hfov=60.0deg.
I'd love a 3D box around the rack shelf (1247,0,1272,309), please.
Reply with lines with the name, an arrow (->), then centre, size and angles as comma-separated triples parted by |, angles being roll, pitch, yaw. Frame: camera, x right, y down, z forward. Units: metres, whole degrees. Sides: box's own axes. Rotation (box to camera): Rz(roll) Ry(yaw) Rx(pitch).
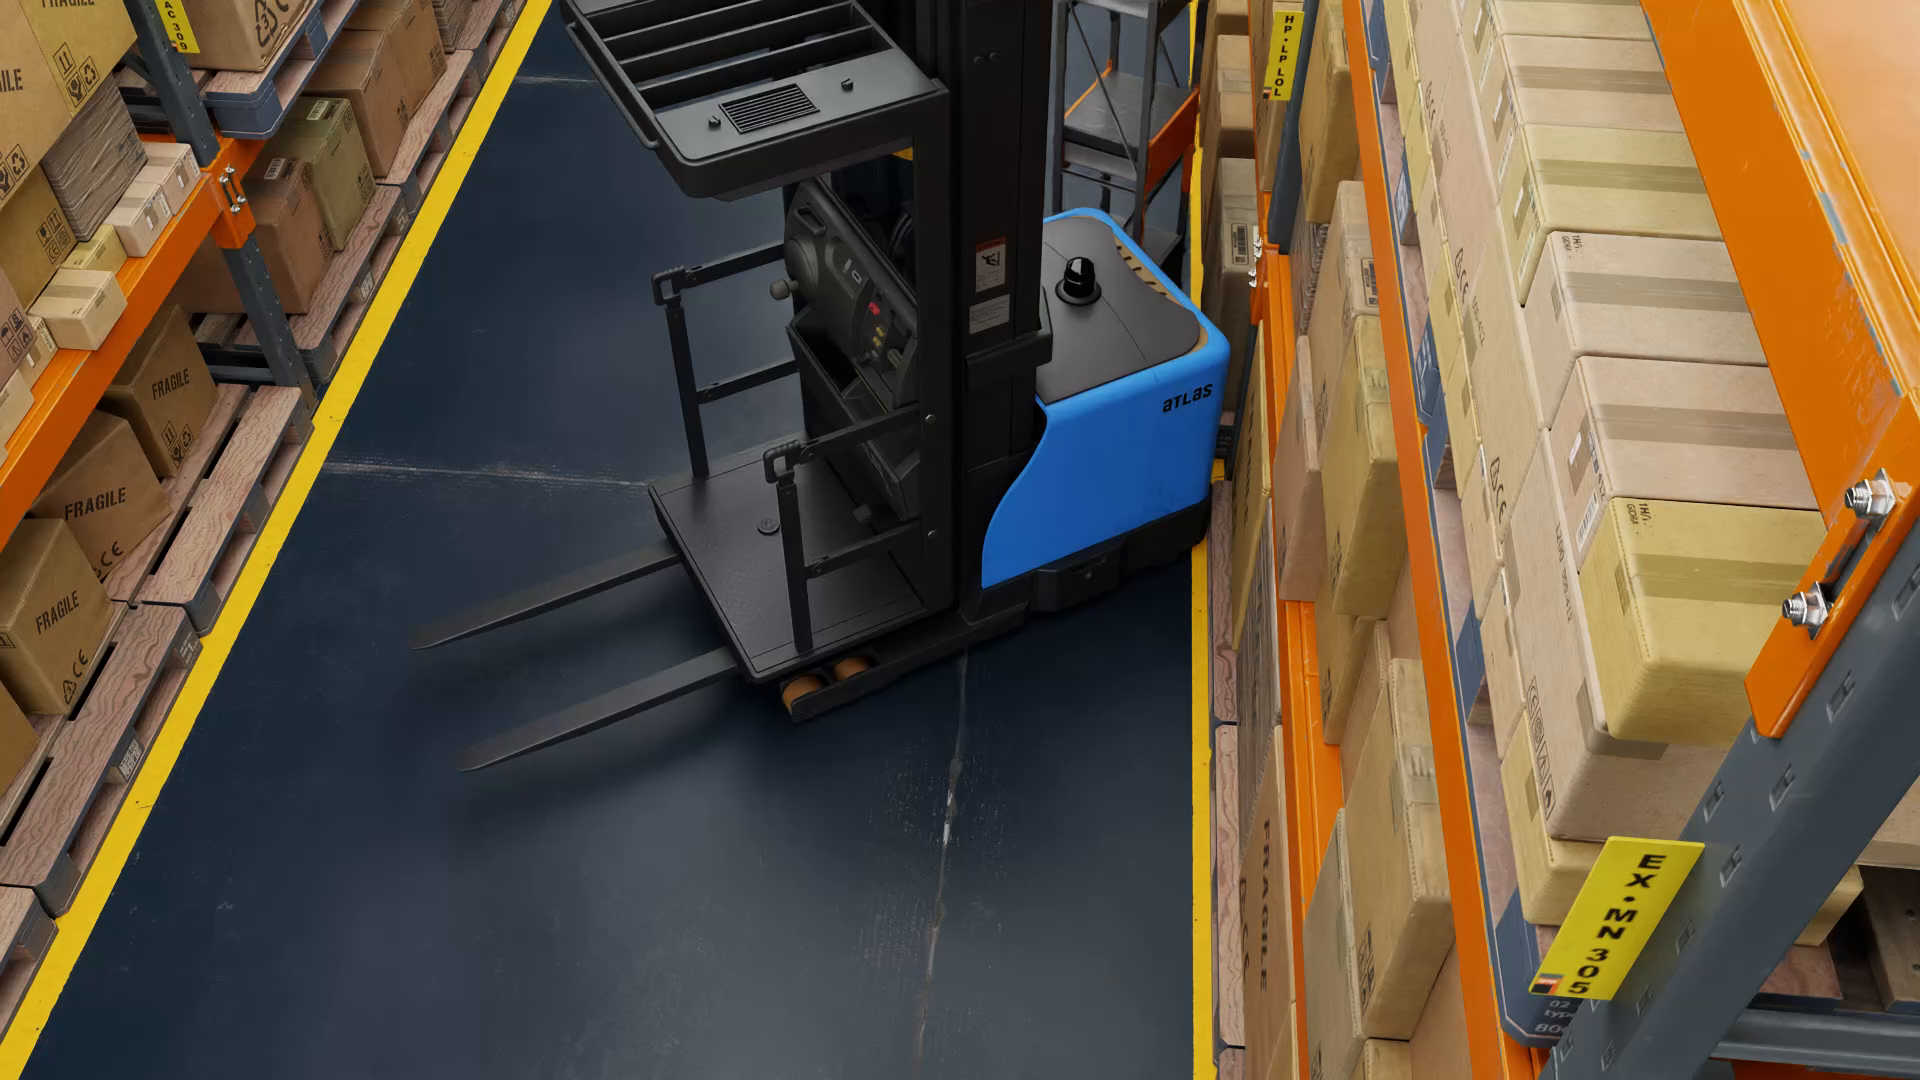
rack shelf -> 1.788, -2.423, 7.447 | 1.077, 0.370, 4.000 | 4, 48, 4

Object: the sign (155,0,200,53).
sign -> -2.783, -1.865, 5.862 | 0.100, 0.325, 0.005 | 4, 48, 4

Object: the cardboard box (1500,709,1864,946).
cardboard box -> 0.934, 0.373, 2.187 | 0.380, 0.149, 0.250 | 4, 48, 3

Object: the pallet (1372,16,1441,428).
pallet -> 1.407, -0.684, 3.396 | 1.003, 0.211, 1.213 | 4, 48, 4

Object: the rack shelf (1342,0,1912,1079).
rack shelf -> 1.424, -0.544, 3.599 | 0.831, 0.071, 3.687 | 4, 48, 4

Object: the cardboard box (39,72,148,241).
cardboard box -> -3.427, -1.411, 5.765 | 0.875, 0.500, 0.500 | 4, 48, 4

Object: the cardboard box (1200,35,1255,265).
cardboard box -> 1.665, -1.749, 7.583 | 1.050, 0.750, 0.750 | 4, 48, 4

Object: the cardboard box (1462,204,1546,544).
cardboard box -> 1.054, -0.240, 2.478 | 0.500, 0.250, 0.500 | 4, 48, 4

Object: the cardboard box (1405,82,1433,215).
cardboard box -> 1.074, -0.747, 3.212 | 0.380, 0.149, 0.250 | 4, 48, 4

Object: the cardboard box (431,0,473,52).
cardboard box -> -3.038, -2.946, 8.833 | 0.700, 0.500, 0.500 | 0, 48, 0

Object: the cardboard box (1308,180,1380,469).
cardboard box -> 1.418, -0.543, 4.406 | 0.875, 0.550, 0.550 | 4, 48, 4

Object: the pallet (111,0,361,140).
pallet -> -3.109, -2.091, 6.785 | 1.003, 0.211, 1.213 | 4, 48, 4

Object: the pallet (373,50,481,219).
pallet -> -3.146, -2.134, 8.584 | 1.003, 0.211, 1.213 | 4, 48, 4

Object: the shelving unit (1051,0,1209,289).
shelving unit -> 0.673, -1.581, 6.788 | 0.431, 2.100, 0.503 | 22, 50, 21

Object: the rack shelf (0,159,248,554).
rack shelf -> -3.506, 0.109, 5.131 | 1.077, 0.370, 4.000 | 4, 48, 4

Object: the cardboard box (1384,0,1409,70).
cardboard box -> 1.120, -1.118, 3.551 | 0.380, 0.149, 0.250 | 4, 48, 4

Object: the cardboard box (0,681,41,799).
cardboard box -> -3.519, 0.679, 5.531 | 0.500, 0.500, 0.500 | 8, 48, 7

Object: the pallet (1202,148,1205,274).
pallet -> 1.710, -1.726, 8.211 | 1.003, 0.211, 1.213 | 4, 48, 4

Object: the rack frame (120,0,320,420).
rack frame -> -3.324, -1.604, 6.210 | 1.000, 3.000, 0.127 | 4, 48, 4

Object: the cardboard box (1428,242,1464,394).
cardboard box -> 1.027, -0.375, 2.871 | 0.380, 0.149, 0.250 | 3, 48, 3

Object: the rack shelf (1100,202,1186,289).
rack shelf -> 0.685, -1.088, 7.303 | 0.431, 0.518, 0.480 | 22, 50, 21

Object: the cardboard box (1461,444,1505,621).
cardboard box -> 0.981, -0.001, 2.529 | 0.380, 0.149, 0.250 | 5, 48, 4

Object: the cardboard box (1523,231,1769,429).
cardboard box -> 0.982, -0.271, 2.236 | 0.380, 0.149, 0.250 | 5, 48, 4

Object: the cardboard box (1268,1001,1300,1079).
cardboard box -> 1.238, 1.816, 4.237 | 0.875, 0.875, 0.875 | 4, 48, 4

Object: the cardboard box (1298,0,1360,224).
cardboard box -> 1.538, -1.342, 5.137 | 0.875, 0.550, 0.550 | 4, 48, 4

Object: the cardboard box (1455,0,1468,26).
cardboard box -> 1.073, -1.020, 2.921 | 0.380, 0.149, 0.250 | 4, 48, 4

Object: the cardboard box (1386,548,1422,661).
cardboard box -> 1.459, 0.246, 3.685 | 0.875, 0.550, 0.550 | 4, 48, 4

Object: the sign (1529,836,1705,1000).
sign -> 0.703, 0.412, 1.787 | 0.100, 0.325, 0.005 | 4, 48, 4

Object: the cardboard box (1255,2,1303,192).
cardboard box -> 1.387, -1.631, 6.167 | 0.500, 0.500, 0.500 | 4, 48, 3

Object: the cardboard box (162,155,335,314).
cardboard box -> -3.247, -1.358, 7.381 | 0.700, 0.500, 0.500 | 1, 48, 1

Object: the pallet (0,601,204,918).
pallet -> -3.459, 0.732, 5.963 | 1.003, 0.211, 1.213 | 4, 48, 4

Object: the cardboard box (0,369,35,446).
cardboard box -> -3.214, -0.426, 5.303 | 0.380, 0.149, 0.250 | 4, 48, 4

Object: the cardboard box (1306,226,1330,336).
cardboard box -> 1.557, -0.569, 5.162 | 0.875, 0.550, 0.550 | 4, 48, 4

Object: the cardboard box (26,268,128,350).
cardboard box -> -3.077, -0.787, 5.633 | 0.380, 0.149, 0.250 | 4, 48, 4

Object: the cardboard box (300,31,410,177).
cardboard box -> -3.134, -2.119, 8.077 | 0.700, 0.500, 0.500 | 0, 48, 0

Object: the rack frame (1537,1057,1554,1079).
rack frame -> 1.242, 1.743, 3.149 | 1.000, 3.000, 0.127 | 4, 48, 4

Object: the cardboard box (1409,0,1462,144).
cardboard box -> 1.147, -0.979, 3.154 | 0.500, 0.250, 0.500 | 4, 48, 4

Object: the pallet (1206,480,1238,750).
pallet -> 1.459, 0.299, 6.360 | 1.003, 0.211, 1.213 | 4, 48, 4

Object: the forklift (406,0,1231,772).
forklift -> -0.552, -0.775, 5.499 | 3.031, 2.935, 1.130 | -21, 51, -18

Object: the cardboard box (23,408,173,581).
cardboard box -> -3.445, -0.189, 6.326 | 0.500, 0.500, 0.500 | 18, 50, 16

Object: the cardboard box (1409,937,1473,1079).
cardboard box -> 1.314, 1.058, 2.942 | 0.875, 0.550, 0.550 | 4, 48, 4

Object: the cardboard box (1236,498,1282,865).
cardboard box -> 1.401, 0.500, 5.442 | 0.875, 0.875, 0.875 | 4, 48, 4

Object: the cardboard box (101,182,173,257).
cardboard box -> -3.083, -1.158, 5.973 | 0.380, 0.149, 0.250 | 4, 48, 4

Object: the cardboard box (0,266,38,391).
cardboard box -> -3.452, -0.672, 5.089 | 0.875, 0.500, 0.500 | 4, 48, 4

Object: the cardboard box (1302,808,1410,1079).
cardboard box -> 1.259, 1.011, 3.716 | 0.875, 0.550, 0.550 | 4, 48, 4

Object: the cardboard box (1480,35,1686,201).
cardboard box -> 1.028, -0.645, 2.577 | 0.380, 0.149, 0.250 | 4, 48, 4

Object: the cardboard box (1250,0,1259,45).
cardboard box -> 1.480, -2.374, 6.846 | 0.500, 0.500, 0.500 | 4, 48, 4

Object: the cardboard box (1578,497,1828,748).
cardboard box -> 0.934, 0.101, 1.896 | 0.380, 0.149, 0.250 | 4, 48, 4

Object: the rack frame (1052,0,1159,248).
rack frame -> 0.553, -1.427, 6.642 | 0.400, 2.100, 0.015 | 22, 50, 21

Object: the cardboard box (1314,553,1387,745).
cardboard box -> 1.442, 0.216, 4.444 | 0.875, 0.550, 0.500 | 4, 48, 4

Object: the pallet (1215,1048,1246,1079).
pallet -> 1.237, 2.092, 4.720 | 1.003, 0.211, 1.213 | 4, 48, 4

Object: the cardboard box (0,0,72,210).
cardboard box -> -3.135, -1.359, 5.039 | 0.500, 0.500, 0.500 | 4, 48, 4
